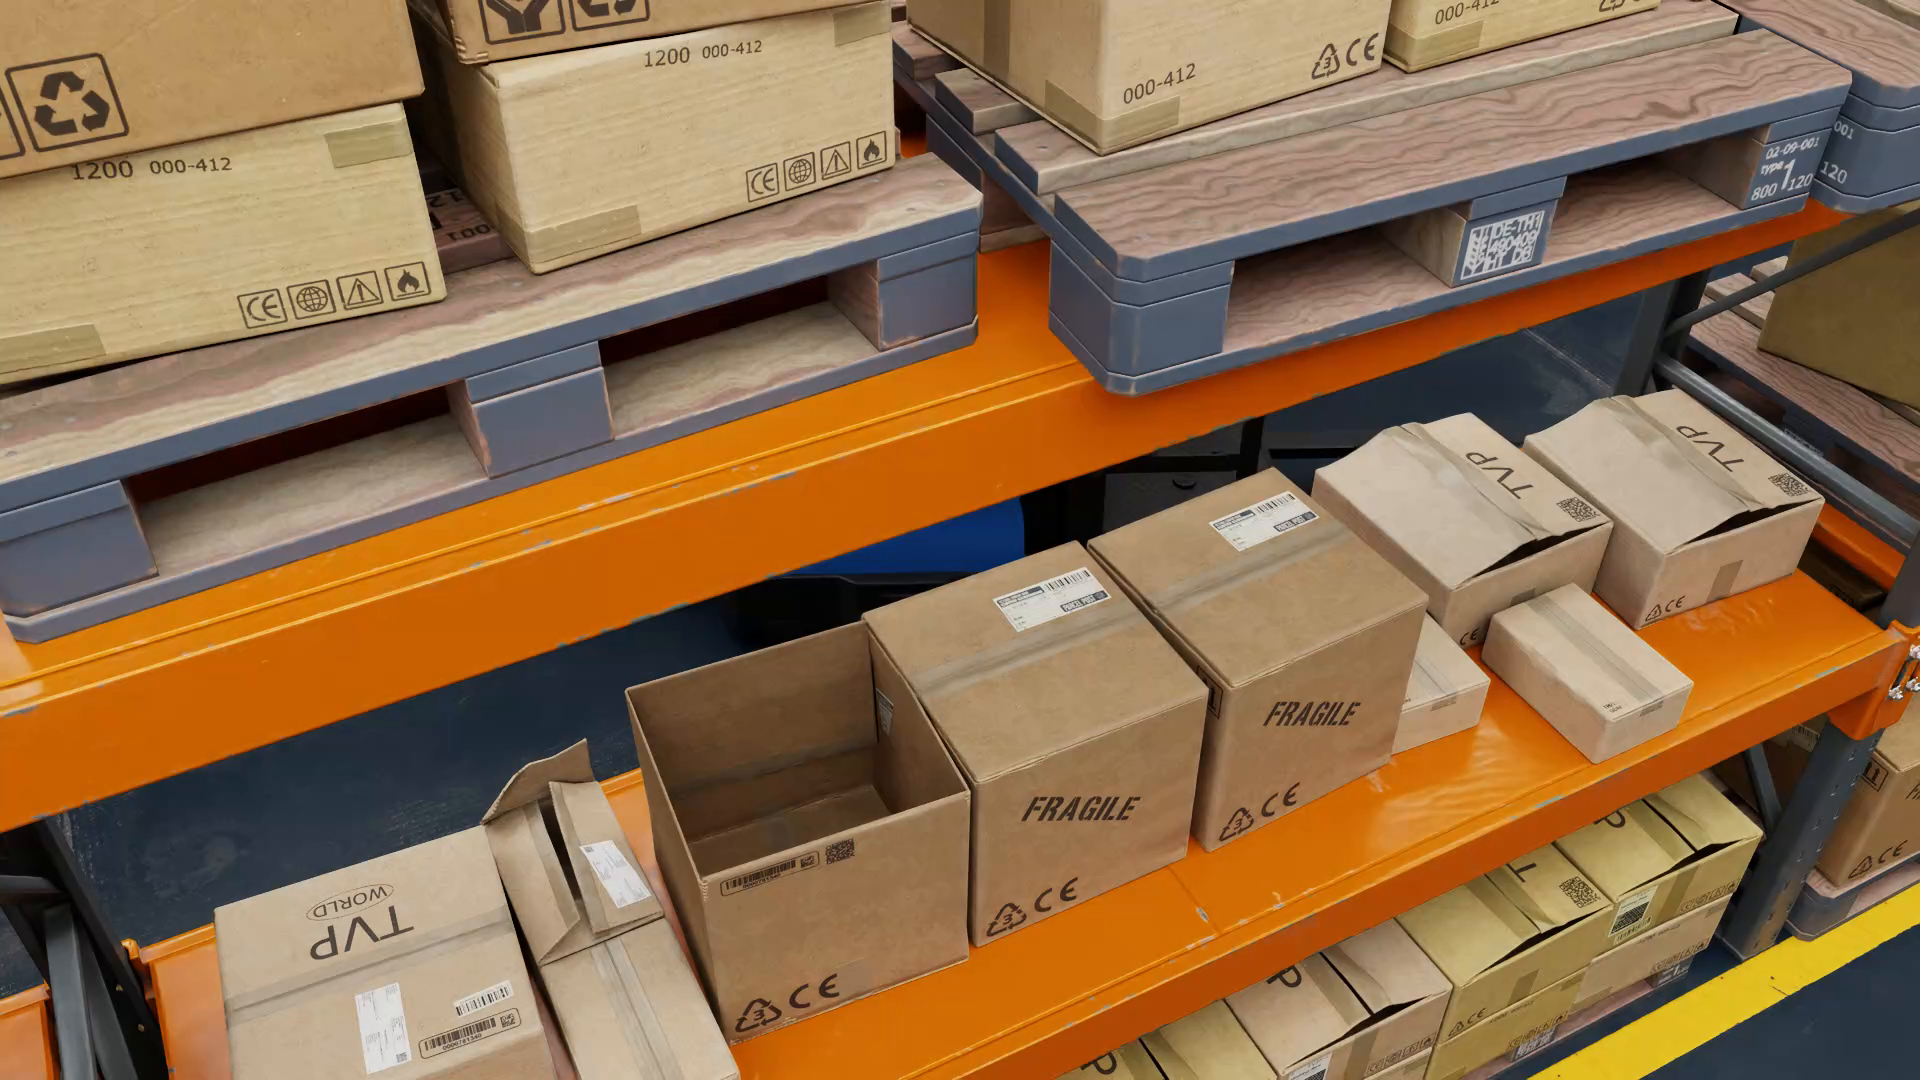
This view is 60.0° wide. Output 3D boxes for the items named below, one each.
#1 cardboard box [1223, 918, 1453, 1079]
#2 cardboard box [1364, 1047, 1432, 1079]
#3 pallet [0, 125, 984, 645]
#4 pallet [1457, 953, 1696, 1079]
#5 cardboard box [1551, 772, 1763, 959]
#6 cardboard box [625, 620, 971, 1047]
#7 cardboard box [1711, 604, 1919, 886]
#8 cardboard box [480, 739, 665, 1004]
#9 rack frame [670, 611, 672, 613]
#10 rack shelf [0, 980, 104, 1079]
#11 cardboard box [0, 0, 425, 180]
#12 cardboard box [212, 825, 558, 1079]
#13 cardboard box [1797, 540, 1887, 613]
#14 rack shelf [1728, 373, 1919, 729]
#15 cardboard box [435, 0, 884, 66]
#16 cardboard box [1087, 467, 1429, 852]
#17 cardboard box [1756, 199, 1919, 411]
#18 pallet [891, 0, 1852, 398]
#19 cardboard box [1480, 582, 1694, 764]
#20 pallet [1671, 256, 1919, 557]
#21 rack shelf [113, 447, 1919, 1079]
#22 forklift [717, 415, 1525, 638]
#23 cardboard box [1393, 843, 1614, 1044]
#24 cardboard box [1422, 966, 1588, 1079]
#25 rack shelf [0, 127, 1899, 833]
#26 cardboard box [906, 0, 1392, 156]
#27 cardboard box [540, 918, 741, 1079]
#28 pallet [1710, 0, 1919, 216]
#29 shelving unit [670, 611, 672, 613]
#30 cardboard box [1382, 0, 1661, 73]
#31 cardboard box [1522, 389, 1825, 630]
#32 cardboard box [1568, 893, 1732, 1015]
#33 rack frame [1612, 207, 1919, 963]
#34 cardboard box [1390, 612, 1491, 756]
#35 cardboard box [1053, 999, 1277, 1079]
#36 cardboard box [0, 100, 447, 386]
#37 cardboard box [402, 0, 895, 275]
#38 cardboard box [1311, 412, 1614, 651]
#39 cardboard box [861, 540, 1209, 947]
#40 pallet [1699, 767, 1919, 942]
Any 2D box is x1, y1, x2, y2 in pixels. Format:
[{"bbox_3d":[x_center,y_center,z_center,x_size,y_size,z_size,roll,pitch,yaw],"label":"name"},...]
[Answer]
[{"bbox_3d":[0.827,1.053,4.053,0.500,0.311,0.500,-19,44,-21],"label":"cardboard box"},{"bbox_3d":[0.828,1.263,4.239,0.500,0.250,0.500,-18,43,-20],"label":"cardboard box"},{"bbox_3d":[-0.687,-0.376,2.199,1.217,0.209,0.805,-20,44,-22],"label":"pallet"},{"bbox_3d":[1.337,1.061,4.834,1.213,0.211,1.003,-19,44,-21],"label":"pallet"},{"bbox_3d":[1.734,0.746,4.417,0.500,0.311,0.500,-17,43,-20],"label":"cardboard box"},{"bbox_3d":[-0.307,0.551,3.199,0.500,0.500,0.500,-16,43,-18],"label":"cardboard box"},{"bbox_3d":[2.621,0.587,4.829,0.500,0.500,0.500,-17,43,-19],"label":"cardboard box"},{"bbox_3d":[-0.768,0.650,3.264,0.258,0.266,0.396,-20,44,-22],"label":"cardboard box"},{"bbox_3d":[-1.148,-0.259,5.639,0.006,1.200,0.240,-12,41,0],"label":"rack frame"},{"bbox_3d":[-3.237,1.838,2.314,4.000,0.370,1.077,-19,44,-21],"label":"rack shelf"},{"bbox_3d":[-0.898,-0.729,1.678,0.500,0.500,0.500,-18,43,-20],"label":"cardboard box"},{"bbox_3d":[-1.046,0.852,3.038,0.500,0.250,0.500,-16,43,-18],"label":"cardboard box"},{"bbox_3d":[2.806,0.145,5.351,0.500,0.500,0.500,-17,43,-19],"label":"cardboard box"},{"bbox_3d":[3.859,-0.549,5.134,4.000,0.370,1.077,-19,44,-21],"label":"rack shelf"},{"bbox_3d":[-0.403,-0.912,1.895,0.500,0.500,0.500,-15,42,-17],"label":"cardboard box"},{"bbox_3d":[0.604,0.245,3.562,0.500,0.500,0.500,-21,45,-23],"label":"cardboard box"},{"bbox_3d":[2.591,-0.678,4.327,0.700,0.500,0.500,31,49,31],"label":"cardboard box"},{"bbox_3d":[0.534,-0.711,2.592,1.213,0.211,1.003,-17,43,-19],"label":"pallet"},{"bbox_3d":[1.415,0.296,3.774,0.250,0.149,0.380,-19,44,-21],"label":"cardboard box"},{"bbox_3d":[2.654,-0.396,4.545,1.003,0.211,1.213,-19,44,-21],"label":"pallet"},{"bbox_3d":[0.311,0.644,3.724,4.000,0.370,1.077,-19,44,-21],"label":"rack shelf"},{"bbox_3d":[0.655,-1.116,5.300,3.031,2.935,1.130,-1,40,-1],"label":"forklift"},{"bbox_3d":[1.276,0.904,4.229,0.500,0.311,0.500,-19,44,-21],"label":"cardboard box"},{"bbox_3d":[1.275,1.115,4.415,0.500,0.250,0.500,-19,44,-21],"label":"cardboard box"},{"bbox_3d":[0.311,-0.500,2.755,4.000,0.370,1.077,-19,44,-21],"label":"rack shelf"},{"bbox_3d":[0.261,-0.817,2.363,0.500,0.250,0.500,-22,45,-24],"label":"cardboard box"},{"bbox_3d":[-0.583,0.915,3.041,0.250,0.149,0.380,-19,44,-21],"label":"cardboard box"},{"bbox_3d":[1.524,-1.046,2.989,1.003,0.211,1.213,-17,43,-19],"label":"pallet"},{"bbox_3d":[-1.059,-0.279,5.638,0.189,1.200,0.258,-12,41,0],"label":"shelving unit"},{"bbox_3d":[0.739,-0.976,2.551,0.500,0.250,0.500,-19,44,-21],"label":"cardboard box"},{"bbox_3d":[1.742,-0.110,4.127,0.500,0.311,0.500,-16,43,-18],"label":"cardboard box"},{"bbox_3d":[1.731,0.959,4.599,0.500,0.250,0.500,-18,43,-20],"label":"cardboard box"},{"bbox_3d":[2.085,-0.227,4.197,0.127,3.000,1.000,-19,44,-21],"label":"rack frame"},{"bbox_3d":[0.980,0.282,3.790,0.250,0.149,0.380,-15,43,-18],"label":"cardboard box"},{"bbox_3d":[0.382,1.202,3.878,0.500,0.311,0.500,-17,43,-19],"label":"cardboard box"},{"bbox_3d":[-0.912,-0.460,1.941,0.500,0.250,0.500,-14,42,-16],"label":"cardboard box"},{"bbox_3d":[-0.426,-0.625,2.136,0.500,0.250,0.500,-23,45,-25],"label":"cardboard box"},{"bbox_3d":[1.202,-0.037,4.041,0.500,0.311,0.500,-19,44,-21],"label":"cardboard box"},{"bbox_3d":[0.137,0.402,3.376,0.500,0.500,0.500,-19,44,-21],"label":"cardboard box"},{"bbox_3d":[2.764,0.636,5.335,1.213,0.211,1.003,-19,44,-21],"label":"pallet"}]
